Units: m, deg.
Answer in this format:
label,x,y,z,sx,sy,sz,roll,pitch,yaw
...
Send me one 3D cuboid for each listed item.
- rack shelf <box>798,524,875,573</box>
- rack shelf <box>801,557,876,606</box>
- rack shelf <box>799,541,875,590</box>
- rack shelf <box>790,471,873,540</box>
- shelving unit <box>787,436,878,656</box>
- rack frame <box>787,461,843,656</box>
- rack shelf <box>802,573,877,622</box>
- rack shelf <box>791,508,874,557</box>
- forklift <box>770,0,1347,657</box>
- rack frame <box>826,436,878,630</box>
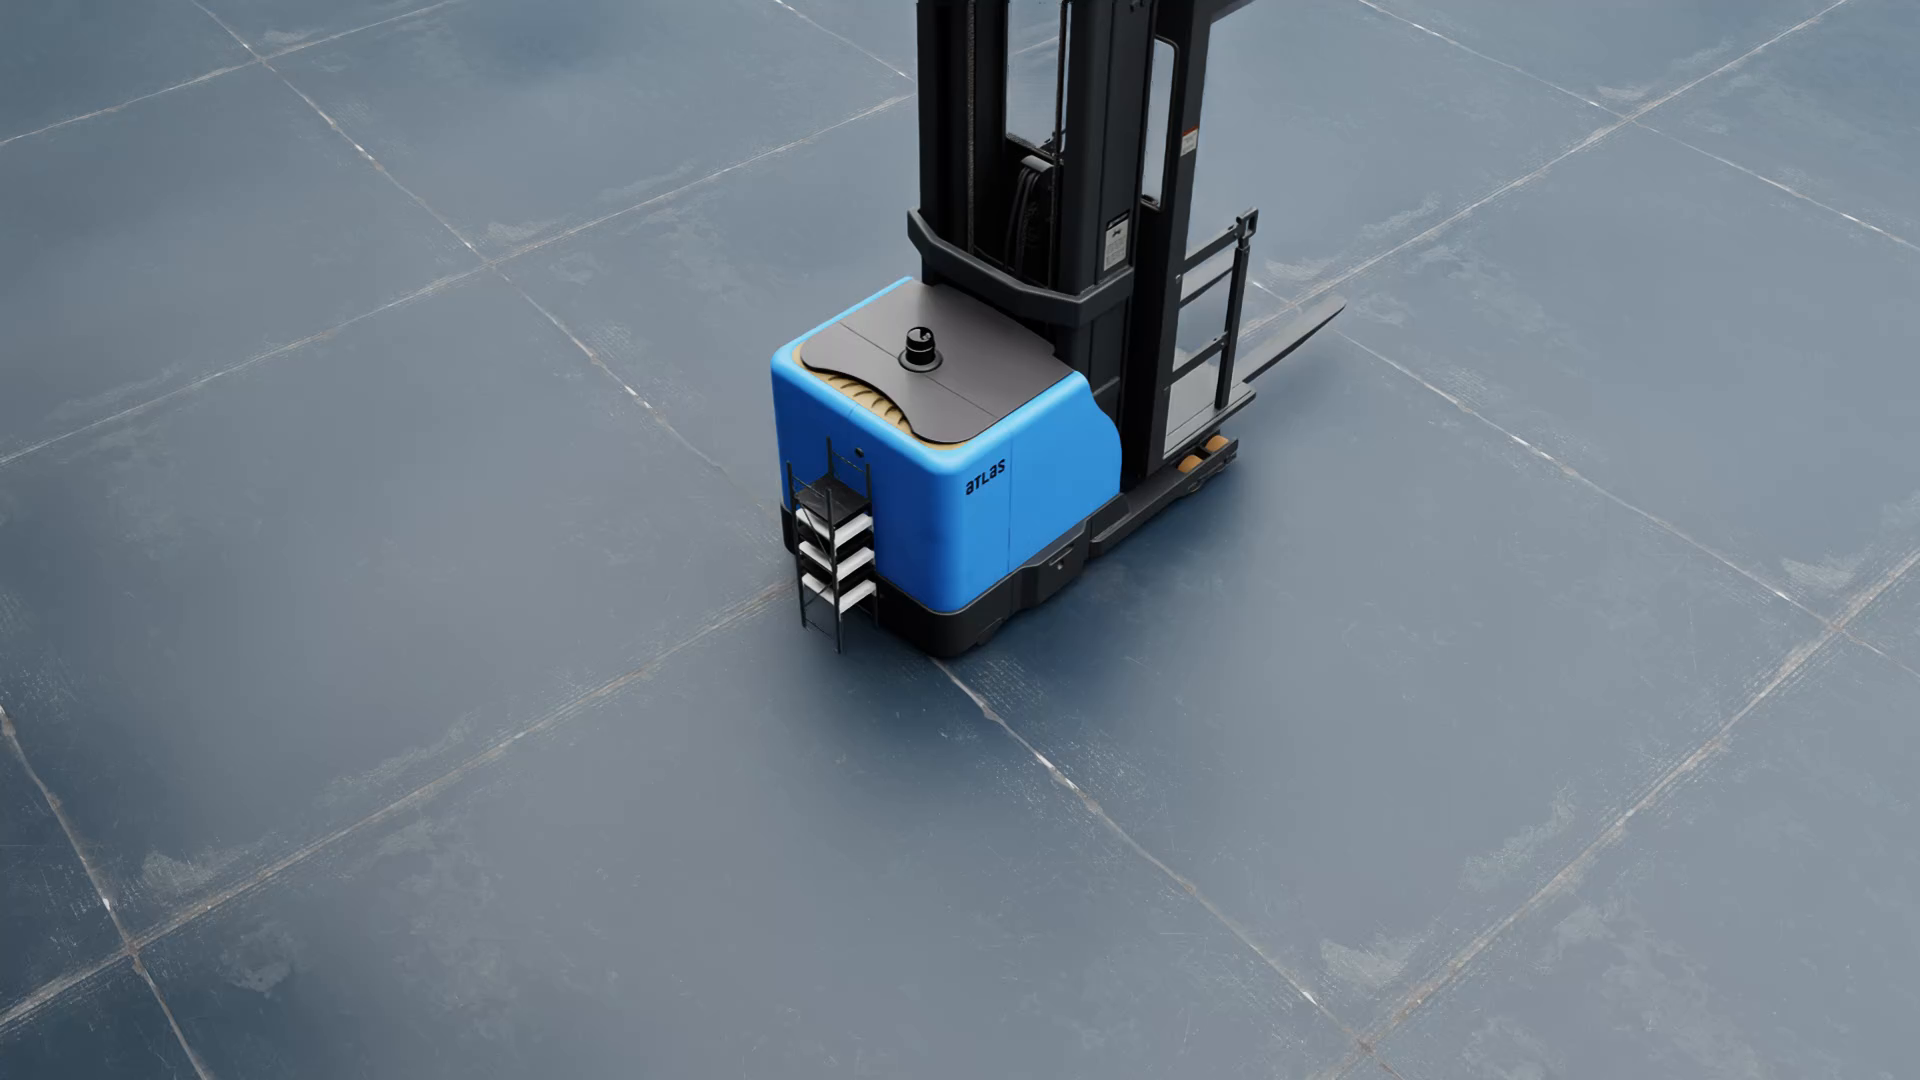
label,x,y,z,sx,sy,sz,roll,pitch,yaw
rack shelf,-0.498,-0.005,6.569,0.258,0.077,0.200,34,53,31
rack shelf,-0.498,0.126,6.692,0.258,0.077,0.200,34,53,31
rack shelf,-0.498,0.060,6.631,0.258,0.077,0.200,34,53,31
rack shelf,-0.498,-0.136,6.446,0.258,0.077,0.200,34,53,31
shelving unit,-0.498,0.036,6.608,0.258,0.900,0.210,34,53,31
rack frame,-0.569,0.086,6.555,0.240,0.900,0.006,34,53,31
rack shelf,-0.498,0.192,6.754,0.258,0.077,0.200,34,53,31
rack shelf,-0.498,-0.071,6.507,0.258,0.077,0.200,34,53,31
forklift,0.626,-1.509,6.769,1.130,2.935,3.031,34,53,31
rack frame,-0.427,-0.014,6.661,0.240,0.900,0.006,34,53,31
